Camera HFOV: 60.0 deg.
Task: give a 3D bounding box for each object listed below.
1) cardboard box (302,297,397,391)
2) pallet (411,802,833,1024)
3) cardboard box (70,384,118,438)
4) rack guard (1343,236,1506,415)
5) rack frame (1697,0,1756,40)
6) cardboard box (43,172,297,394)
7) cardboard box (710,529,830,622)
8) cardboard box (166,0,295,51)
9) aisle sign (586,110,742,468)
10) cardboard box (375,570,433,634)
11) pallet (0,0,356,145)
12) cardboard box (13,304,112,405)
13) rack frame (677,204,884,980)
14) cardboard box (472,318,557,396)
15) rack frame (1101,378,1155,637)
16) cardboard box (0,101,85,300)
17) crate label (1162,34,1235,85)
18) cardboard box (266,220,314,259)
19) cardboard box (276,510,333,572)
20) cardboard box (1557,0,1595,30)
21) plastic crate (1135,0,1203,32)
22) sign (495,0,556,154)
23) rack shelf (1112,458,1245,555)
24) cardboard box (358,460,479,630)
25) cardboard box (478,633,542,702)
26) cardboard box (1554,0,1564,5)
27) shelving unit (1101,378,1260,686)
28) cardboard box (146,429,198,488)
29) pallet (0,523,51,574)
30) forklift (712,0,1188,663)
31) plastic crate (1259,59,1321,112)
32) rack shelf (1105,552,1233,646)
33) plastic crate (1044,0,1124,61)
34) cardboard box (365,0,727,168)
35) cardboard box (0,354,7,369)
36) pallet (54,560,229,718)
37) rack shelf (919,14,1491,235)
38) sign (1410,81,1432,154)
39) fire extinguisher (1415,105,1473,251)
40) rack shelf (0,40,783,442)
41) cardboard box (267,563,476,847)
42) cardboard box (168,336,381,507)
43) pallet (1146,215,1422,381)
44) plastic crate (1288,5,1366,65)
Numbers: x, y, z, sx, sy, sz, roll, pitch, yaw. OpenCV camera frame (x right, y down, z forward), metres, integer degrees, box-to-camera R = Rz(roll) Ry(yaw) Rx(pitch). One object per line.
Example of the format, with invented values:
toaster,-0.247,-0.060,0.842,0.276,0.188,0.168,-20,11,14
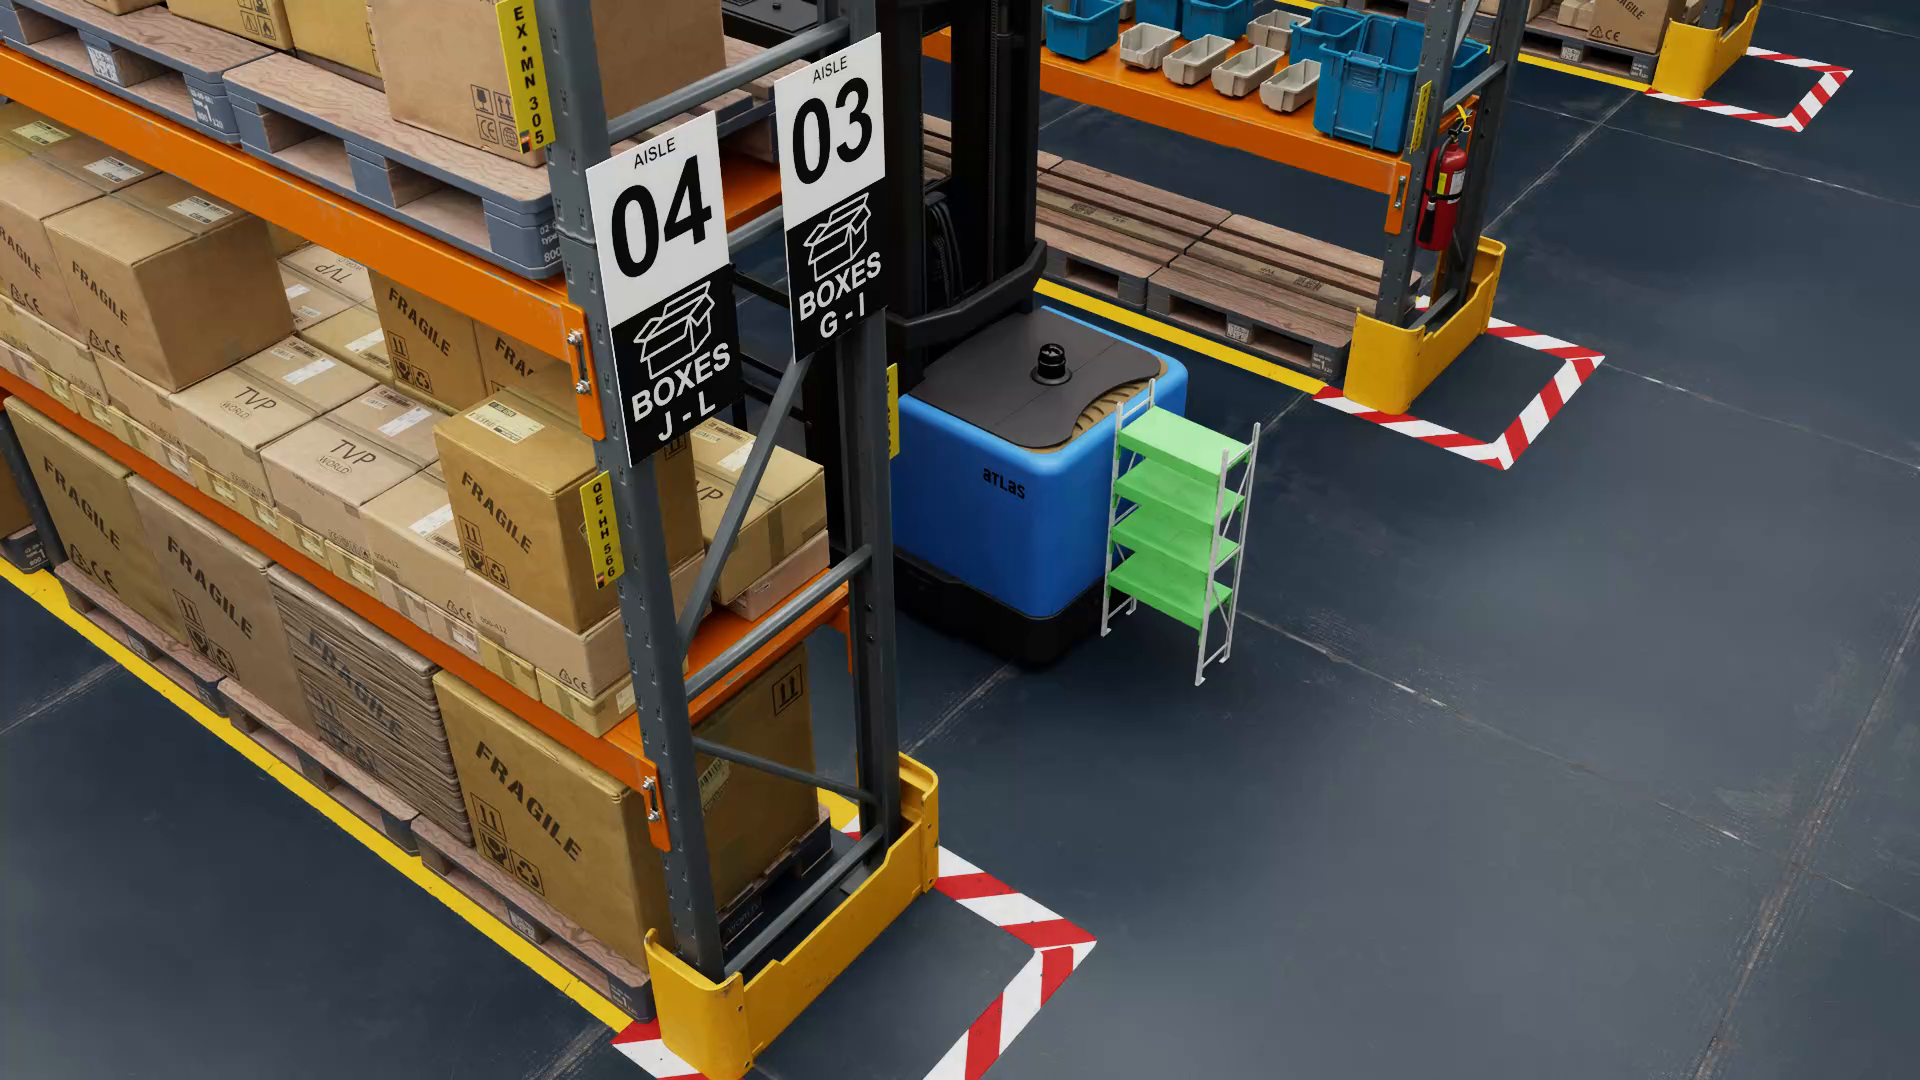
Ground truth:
cardboard box,-2.011,-0.679,6.065,0.500,0.250,0.500,24,44,28
pallet,-1.244,1.102,6.171,1.213,0.211,1.003,25,45,29
cardboard box,-3.078,-0.566,6.243,0.250,0.149,0.380,24,44,27
rack guard,2.474,-1.173,8.843,0.348,0.500,1.175,25,45,29
rack frame,5.460,-4.584,11.172,0.127,3.000,1.000,25,45,29
cardboard box,-2.711,-0.901,5.739,0.500,0.500,0.500,24,44,27
cardboard box,-0.643,0.070,5.432,0.250,0.149,0.380,26,45,29
cardboard box,-1.821,-1.768,4.639,0.500,0.500,0.700,22,43,26
aisle sign,-0.687,-0.585,3.955,0.004,0.787,0.394,25,45,29
cardboard box,-1.650,0.106,5.385,0.250,0.149,0.380,26,45,29
pallet,-2.131,-1.610,5.012,1.213,0.211,1.003,25,45,29
cardboard box,-3.133,-0.798,6.216,0.500,0.250,0.500,25,44,28
rack frame,-0.564,0.267,4.976,0.053,2.616,0.949,25,45,29
cardboard box,-1.176,-0.587,5.339,0.500,0.500,0.500,24,44,28
rack frame,0.695,-0.112,6.920,0.015,1.200,0.240,27,46,30
cardboard box,-3.514,-1.282,6.226,0.500,0.500,0.500,25,45,29
crate label,1.232,-2.505,8.681,0.243,0.136,0.396,25,45,29
cardboard box,-2.816,-1.355,6.320,0.500,0.500,0.500,26,45,29
cardboard box,-2.063,-0.087,5.631,0.250,0.149,0.380,25,45,29
cardboard box,4.611,-3.921,12.266,0.250,0.166,0.380,25,45,29
plastic crate,1.167,-2.977,9.206,0.300,0.233,0.416,25,45,29
sign,-0.903,-0.973,3.472,0.005,0.325,0.100,25,45,29
rack shelf,0.882,-0.154,6.687,0.480,0.148,0.258,27,46,30
cardboard box,-1.510,-0.035,5.242,0.500,0.250,0.500,24,44,28
cardboard box,-1.252,0.295,5.143,0.250,0.149,0.380,26,45,29
cardboard box,4.803,-4.205,12.561,0.500,0.250,0.500,25,45,29
shelving unit,0.882,-0.015,6.796,0.503,1.200,0.258,27,46,30
cardboard box,-2.676,-0.375,6.000,0.250,0.149,0.380,26,45,29
pallet,-4.398,-0.387,8.073,1.213,0.211,1.003,25,45,29
forklift,-0.482,-1.403,7.164,3.031,2.935,1.130,27,46,30
plastic crate,1.690,-2.297,8.415,0.243,0.136,0.396,25,45,29
rack shelf,0.882,0.224,6.983,0.480,0.148,0.258,27,46,30
plastic crate,0.660,-2.761,8.931,0.300,0.233,0.416,25,45,29
cardboard box,-1.007,-1.328,4.077,0.500,0.500,0.700,23,43,26
cardboard box,-3.706,-0.860,6.619,0.250,0.149,0.380,25,45,29
pallet,-3.183,0.188,7.338,1.213,0.211,1.003,25,45,29
rack shelf,0.859,-2.626,9.254,4.000,0.370,1.077,25,45,29
sign,2.126,-1.949,7.674,0.005,0.325,0.100,25,45,29
fire extinguisher,2.291,-1.704,7.858,0.183,0.674,0.296,25,45,29
rack shelf,-2.150,-1.382,5.232,4.000,0.370,1.077,25,45,29
cardboard box,-1.842,0.395,6.195,0.875,0.875,0.875,25,45,29
cardboard box,-2.331,-0.418,5.731,0.500,0.250,0.500,25,45,29
pallet,1.816,-1.390,9.354,1.213,0.211,1.003,25,45,29
plastic crate,1.928,-2.618,8.748,0.300,0.233,0.416,25,45,29
